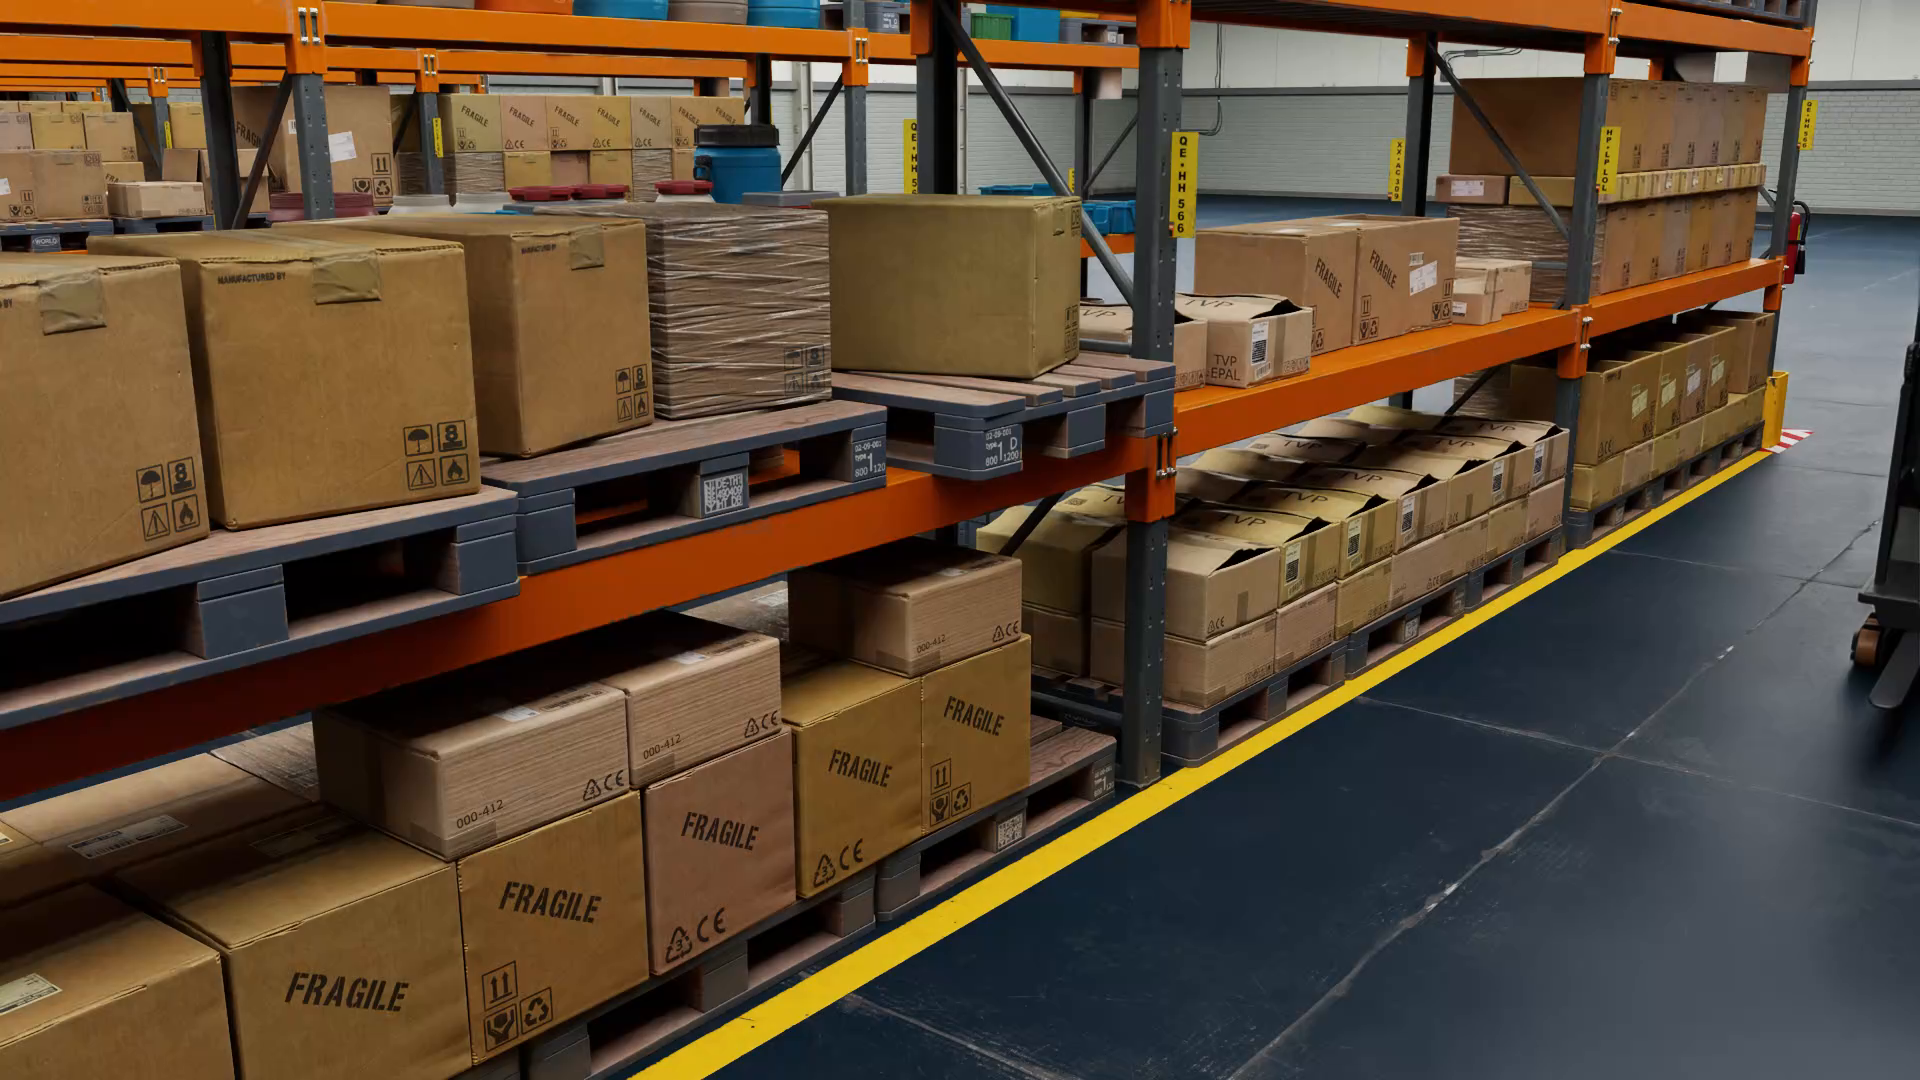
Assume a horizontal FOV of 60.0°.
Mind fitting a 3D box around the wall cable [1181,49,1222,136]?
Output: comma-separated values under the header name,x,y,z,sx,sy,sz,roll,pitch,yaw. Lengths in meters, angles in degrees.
name,x,y,z,sx,sy,sz,roll,pitch,yaw
wall cable,6.625,-13.559,50.525,3.097,2.526,0.112,11,18,38

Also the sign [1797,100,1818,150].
name,x,y,z,sx,sy,sz,roll,pitch,yaw
sign,5.715,-2.800,11.219,0.100,0.325,0.005,11,18,38

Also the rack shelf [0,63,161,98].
name,x,y,z,sx,sy,sz,roll,pitch,yaw
rack shelf,-9.966,-4.487,16.062,1.077,0.370,4.000,11,18,38

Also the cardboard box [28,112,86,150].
name,x,y,z,sx,sy,sz,roll,pitch,yaw
cardboard box,-9.339,-4.103,16.949,0.700,0.500,0.500,11,18,37

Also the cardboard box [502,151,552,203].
name,x,y,z,sx,sy,sz,roll,pitch,yaw
cardboard box,-4.242,-3.337,15.361,0.875,0.500,0.500,11,18,38

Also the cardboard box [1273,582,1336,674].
name,x,y,z,sx,sy,sz,roll,pitch,yaw
cardboard box,1.147,0.300,6.583,0.500,0.250,0.500,11,18,36

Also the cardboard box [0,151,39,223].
name,x,y,z,sx,sy,sz,roll,pitch,yaw
cardboard box,-7.121,-2.574,12.105,0.500,0.500,0.500,9,17,31

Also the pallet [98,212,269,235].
name,x,y,z,sx,sy,sz,roll,pitch,yaw
pallet,-6.217,-2.504,13.279,1.003,0.211,1.213,11,18,38

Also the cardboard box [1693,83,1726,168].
name,x,y,z,sx,sy,sz,roll,pitch,yaw
cardboard box,4.323,-2.592,10.395,0.700,0.500,0.500,11,18,38

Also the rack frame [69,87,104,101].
name,x,y,z,sx,sy,sz,roll,pitch,yaw
rack frame,-13.972,-6.045,26.826,1.000,3.000,0.127,11,18,38

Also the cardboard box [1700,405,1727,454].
name,x,y,z,sx,sy,sz,roll,pitch,yaw
cardboard box,4.577,-0.739,10.672,0.500,0.250,0.500,11,18,38

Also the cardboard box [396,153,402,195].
name,x,y,z,sx,sy,sz,roll,pitch,yaw
cardboard box,-6.722,-4.417,20.113,0.875,0.550,0.550,11,18,38

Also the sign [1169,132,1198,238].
name,x,y,z,sx,sy,sz,roll,pitch,yaw
sign,0.702,-1.119,5.244,0.100,0.325,0.005,11,18,38

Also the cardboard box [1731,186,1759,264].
name,x,y,z,sx,sy,sz,roll,pitch,yaw
cardboard box,4.998,-2.171,11.375,0.700,0.500,0.500,11,18,38

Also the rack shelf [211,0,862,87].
name,x,y,z,sx,sy,sz,roll,pitch,yaw
rack shelf,-2.320,-2.934,9.948,1.077,0.370,4.000,11,18,38

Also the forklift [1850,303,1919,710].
name,x,y,z,sx,sy,sz,roll,pitch,yaw
forklift,4.397,-0.872,6.603,1.130,2.935,3.031,10,17,34

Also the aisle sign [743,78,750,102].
name,x,y,z,sx,sy,sz,roll,pitch,yaw
aisle sign,-2.129,-4.969,17.313,0.394,0.787,0.004,11,18,38

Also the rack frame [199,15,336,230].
name,x,y,z,sx,sy,sz,roll,pitch,yaw
rack frame,-3.577,-1.445,8.721,1.000,3.000,0.127,11,18,38

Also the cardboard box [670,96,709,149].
name,x,y,z,sx,sy,sz,roll,pitch,yaw
cardboard box,-2.864,-4.181,16.651,0.500,0.500,0.500,11,18,38

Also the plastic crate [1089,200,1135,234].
name,x,y,z,sx,sy,sz,roll,pitch,yaw
plastic crate,1.370,-2.763,14.210,0.499,0.251,0.616,11,18,38

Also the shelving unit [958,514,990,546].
name,x,y,z,sx,sy,sz,roll,pitch,yaw
shelving unit,0.009,-0.584,8.986,0.258,1.200,0.189,11,18,38

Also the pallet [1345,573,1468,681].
name,x,y,z,sx,sy,sz,roll,pitch,yaw
pallet,1.589,0.289,7.556,1.003,0.211,1.213,11,18,38

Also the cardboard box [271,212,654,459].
name,x,y,z,sx,sy,sz,roll,pitch,yaw
cardboard box,-1.178,-0.512,3.990,0.700,0.500,0.500,6,16,23

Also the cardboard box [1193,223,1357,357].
name,x,y,z,sx,sy,sz,roll,pitch,yaw
cardboard box,1.316,-1.051,6.963,0.500,0.500,0.500,10,17,35

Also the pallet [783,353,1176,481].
name,x,y,z,sx,sy,sz,roll,pitch,yaw
pallet,-0.098,-0.445,5.170,1.213,0.211,1.003,11,18,38

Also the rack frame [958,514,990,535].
name,x,y,z,sx,sy,sz,roll,pitch,yaw
rack frame,0.067,-0.602,9.055,0.240,1.200,0.006,11,18,38

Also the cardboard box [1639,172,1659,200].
name,x,y,z,sx,sy,sz,roll,pitch,yaw
cardboard box,3.749,-2.024,9.479,0.380,0.149,0.250,11,18,36

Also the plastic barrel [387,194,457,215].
name,x,y,z,sx,sy,sz,roll,pitch,yaw
plastic barrel,-3.096,-1.730,9.612,0.421,0.512,0.421,0,14,0

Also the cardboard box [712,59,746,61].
name,x,y,z,sx,sy,sz,roll,pitch,yaw
cardboard box,-2.506,-4.993,16.900,0.500,0.250,0.500,12,18,39

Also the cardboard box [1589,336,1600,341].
name,x,y,z,sx,sy,sz,roll,pitch,yaw
cardboard box,3.544,-0.991,10.142,0.500,0.500,0.500,11,18,38

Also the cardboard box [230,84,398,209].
name,x,y,z,sx,sy,sz,roll,pitch,yaw
cardboard box,-5.523,-3.342,14.114,1.000,1.000,1.000,11,18,38

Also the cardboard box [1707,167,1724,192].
name,x,y,z,sx,sy,sz,roll,pitch,yaw
cardboard box,4.561,-2.273,10.457,0.380,0.149,0.250,12,19,39

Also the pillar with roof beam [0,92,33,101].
name,x,y,z,sx,sy,sz,roll,pitch,yaw
pillar with roof beam,-11.762,-8.293,23.489,9.100,9.000,0.400,11,18,38

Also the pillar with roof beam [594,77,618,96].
name,x,y,z,sx,sy,sz,roll,pitch,yaw
pillar with roof beam,-4.220,-10.591,32.536,9.100,9.000,0.400,11,18,38

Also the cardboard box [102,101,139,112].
name,x,y,z,sx,sy,sz,roll,pitch,yaw
cardboard box,-11.246,-5.540,22.000,0.700,0.500,0.500,11,18,37

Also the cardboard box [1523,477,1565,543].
name,x,y,z,sx,sy,sz,roll,pitch,yaw
cardboard box,2.753,-0.191,8.514,0.500,0.250,0.500,11,18,37

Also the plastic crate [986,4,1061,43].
name,x,y,z,sx,sy,sz,roll,pitch,yaw
plastic crate,0.487,-4.012,12.763,0.392,0.384,0.575,11,18,38

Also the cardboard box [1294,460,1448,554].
name,x,y,z,sx,sy,sz,roll,pitch,yaw
cardboard box,1.800,-0.173,7.306,0.500,0.311,0.500,11,18,37

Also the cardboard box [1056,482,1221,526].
name,x,y,z,sx,sy,sz,roll,pitch,yaw
cardboard box,0.733,-0.060,6.859,0.500,0.311,0.500,11,18,37

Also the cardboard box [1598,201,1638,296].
name,x,y,z,sx,sy,sz,roll,pitch,yaw
cardboard box,3.388,-1.681,9.443,0.700,0.500,0.500,11,18,37

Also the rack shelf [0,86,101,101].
name,x,y,z,sx,sy,sz,roll,pitch,yaw
rack shelf,-15.229,-6.767,25.038,1.077,0.370,4.000,11,18,38

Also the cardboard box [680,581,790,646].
name,x,y,z,sx,sy,sz,roll,pitch,yaw
cardboard box,-0.559,0.464,5.387,0.500,0.500,0.500,10,18,36

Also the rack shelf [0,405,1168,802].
name,x,y,z,sx,sy,sz,roll,pitch,yaw
rack shelf,-0.983,0.053,4.281,1.077,0.370,4.000,11,18,38

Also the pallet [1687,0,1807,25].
name,x,y,z,sx,sy,sz,roll,pitch,yaw
pallet,4.837,-3.490,10.856,1.003,0.211,1.213,11,18,38

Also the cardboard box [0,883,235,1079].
name,x,y,z,sx,sy,sz,roll,pitch,yaw
cardboard box,-1.747,1.031,3.155,0.500,0.500,0.500,10,18,35

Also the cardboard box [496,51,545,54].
name,x,y,z,sx,sy,sz,roll,pitch,yaw
cardboard box,-4.104,-4.508,14.988,0.500,0.250,0.500,11,18,37

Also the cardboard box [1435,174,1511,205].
name,x,y,z,sx,sy,sz,roll,pitch,yaw
cardboard box,2.792,-1.892,8.959,0.380,0.149,0.250,11,18,37

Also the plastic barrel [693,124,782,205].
name,x,y,z,sx,sy,sz,roll,pitch,yaw
plastic barrel,-1.541,-2.427,11.568,0.600,0.901,0.708,11,18,38

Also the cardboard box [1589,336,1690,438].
name,x,y,z,sx,sy,sz,roll,pitch,yaw
cardboard box,3.951,-0.910,9.823,0.500,0.500,0.500,11,18,38

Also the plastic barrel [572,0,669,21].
name,x,y,z,sx,sy,sz,roll,pitch,yaw
plastic barrel,-2.036,-3.527,9.803,0.600,0.901,0.708,11,18,38

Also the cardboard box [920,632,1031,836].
name,x,y,z,sx,sy,sz,roll,pitch,yaw
cardboard box,-0.131,0.536,5.106,0.500,0.500,0.500,12,19,40

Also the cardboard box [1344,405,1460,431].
name,x,y,z,sx,sy,sz,roll,pitch,yaw
cardboard box,2.334,-0.546,8.774,0.500,0.311,0.500,11,18,38

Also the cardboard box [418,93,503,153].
name,x,y,z,sx,sy,sz,roll,pitch,yaw
cardboard box,-4.434,-3.702,14.766,0.500,0.500,0.500,11,18,38
